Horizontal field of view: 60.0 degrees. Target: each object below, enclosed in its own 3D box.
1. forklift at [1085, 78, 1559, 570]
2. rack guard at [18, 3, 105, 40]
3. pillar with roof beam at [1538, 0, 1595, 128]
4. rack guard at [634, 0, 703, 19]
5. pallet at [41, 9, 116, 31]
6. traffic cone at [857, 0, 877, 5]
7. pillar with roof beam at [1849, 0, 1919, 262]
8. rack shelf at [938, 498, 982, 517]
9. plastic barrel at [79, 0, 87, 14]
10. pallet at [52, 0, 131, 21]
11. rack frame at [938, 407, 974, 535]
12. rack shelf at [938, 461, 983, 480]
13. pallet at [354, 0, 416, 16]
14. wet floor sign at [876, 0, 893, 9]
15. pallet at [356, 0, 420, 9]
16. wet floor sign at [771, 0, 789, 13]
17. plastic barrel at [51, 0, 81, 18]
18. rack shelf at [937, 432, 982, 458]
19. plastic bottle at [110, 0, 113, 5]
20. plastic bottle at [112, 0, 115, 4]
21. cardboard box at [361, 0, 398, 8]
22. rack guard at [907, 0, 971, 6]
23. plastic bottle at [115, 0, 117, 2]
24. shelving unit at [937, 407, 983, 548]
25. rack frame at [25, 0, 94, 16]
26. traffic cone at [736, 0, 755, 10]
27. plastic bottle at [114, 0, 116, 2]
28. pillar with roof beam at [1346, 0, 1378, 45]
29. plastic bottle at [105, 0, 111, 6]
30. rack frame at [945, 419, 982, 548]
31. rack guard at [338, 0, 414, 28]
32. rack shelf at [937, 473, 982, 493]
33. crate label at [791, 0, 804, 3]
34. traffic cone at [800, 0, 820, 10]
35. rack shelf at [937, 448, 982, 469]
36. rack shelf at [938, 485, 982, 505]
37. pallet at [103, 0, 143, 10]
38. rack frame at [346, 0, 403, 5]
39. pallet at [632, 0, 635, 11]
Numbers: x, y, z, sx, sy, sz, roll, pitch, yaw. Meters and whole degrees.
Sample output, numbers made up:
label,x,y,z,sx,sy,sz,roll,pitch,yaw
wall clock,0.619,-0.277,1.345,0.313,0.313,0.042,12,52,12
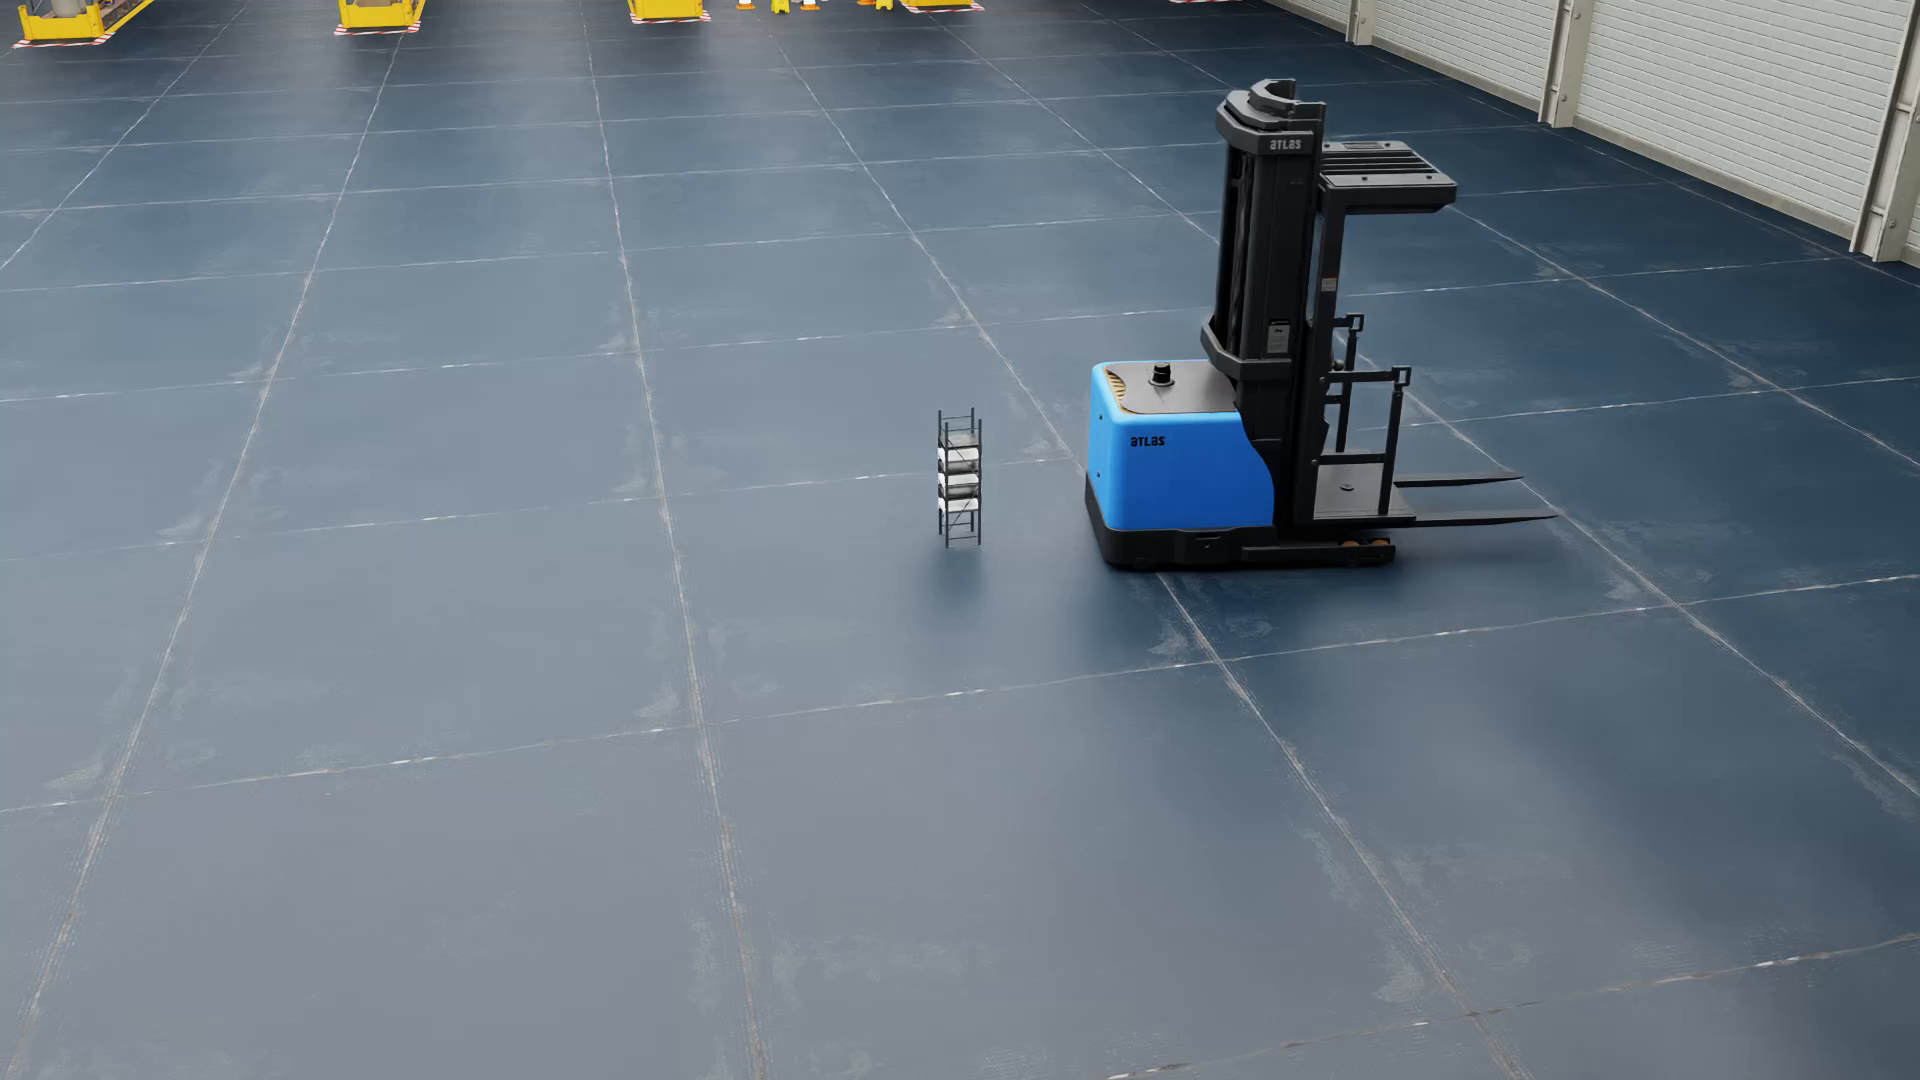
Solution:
label,x,y,z,sx,sy,sz,roll,pitch,yaw
forklift,2.402,-1.370,10.557,3.031,2.935,1.130,-2,27,-4
rack guard,-14.915,-8.617,27.614,1.175,0.500,0.348,-6,27,-12
pillar with roof beam,3.695,-9.089,19.118,9.100,9.000,0.400,-6,27,-12
rack guard,-5.166,-9.540,29.443,1.175,0.500,0.348,-6,27,-12
pallet,-15.093,-8.845,28.386,1.003,0.211,1.213,-6,27,-12
traffic cone,-1.725,-10.139,30.670,0.336,0.463,0.334,-6,27,-12
pillar with roof beam,5.047,-6.455,13.899,9.100,9.000,0.400,-6,27,-12
rack shelf,-0.002,-0.215,10.997,0.258,0.077,0.200,-6,27,-12
plastic barrel,-15.188,-9.282,28.453,0.421,0.512,0.421,0,27,0
pallet,-15.364,-9.380,29.445,1.003,0.211,1.213,-6,27,-12
rack frame,-0.025,-0.450,10.989,0.240,0.900,0.006,-6,27,-12
rack shelf,-0.002,-0.456,10.875,0.258,0.077,0.200,-6,27,-12
pallet,-10.192,-9.356,29.398,1.003,0.211,1.213,-6,27,-12
wet floor sign,-1.371,-9.970,30.134,0.267,0.644,0.232,3,27,6
pallet,-10.463,-9.890,30.457,1.003,0.211,1.213,-6,27,-12
wet floor sign,-3.235,-9.804,29.804,0.267,0.644,0.232,-11,29,-20
plastic barrel,-15.075,-9.062,28.017,0.421,0.512,0.421,0,27,0
rack shelf,-0.002,-0.617,10.794,0.258,0.077,0.200,-6,27,-12
plastic bottle,-14.980,-9.524,29.255,0.097,0.201,0.097,0,27,0
plastic bottle,-14.990,-9.617,29.347,0.061,0.283,0.133,-5,27,-11
cardboard box,-10.151,-9.555,29.005,0.500,0.500,0.500,-1,27,-2
rack guard,-0.388,-10.131,30.613,1.175,0.500,0.348,-6,27,-12
plastic bottle,-15.057,-9.705,29.534,0.097,0.271,0.097,0,27,0
shelving unit,-0.002,-0.405,10.901,0.258,0.900,0.210,-6,27,-12
rack frame,-14.852,-9.704,26.994,1.000,3.000,0.127,-6,27,-12
traffic cone,-3.907,-9.911,30.219,0.336,0.463,0.334,-6,27,-12
plastic bottle,-15.034,-9.661,29.447,0.097,0.271,0.097,0,27,0
pillar with roof beam,2.343,-11.723,24.336,9.100,9.000,0.400,-6,27,-12
plastic bottle,-14.957,-9.510,29.149,0.097,0.271,0.097,0,27,0
rack frame,0.021,-0.361,10.812,0.240,0.900,0.006,-6,27,-12
rack guard,-10.043,-9.125,28.620,1.175,0.500,0.348,-6,27,-12
rack shelf,-0.002,-0.376,10.916,0.258,0.077,0.200,-6,27,-12
crate label,-2.967,-10.070,30.896,0.250,0.136,0.298,-23,35,-38
traffic cone,-2.730,-9.877,30.151,0.336,0.463,0.334,-6,27,-12
rack shelf,-0.002,-0.536,10.835,0.258,0.077,0.200,-6,27,-12
rack shelf,-0.002,-0.295,10.956,0.258,0.077,0.200,-6,27,-12
pallet,-15.642,-9.916,30.509,1.003,0.211,1.213,-6,27,-12
rack frame,-10.026,-10.207,27.990,1.000,3.000,0.127,-6,27,-12
pallet,-5.427,-9.765,30.208,1.003,0.211,1.213,-6,27,-12
